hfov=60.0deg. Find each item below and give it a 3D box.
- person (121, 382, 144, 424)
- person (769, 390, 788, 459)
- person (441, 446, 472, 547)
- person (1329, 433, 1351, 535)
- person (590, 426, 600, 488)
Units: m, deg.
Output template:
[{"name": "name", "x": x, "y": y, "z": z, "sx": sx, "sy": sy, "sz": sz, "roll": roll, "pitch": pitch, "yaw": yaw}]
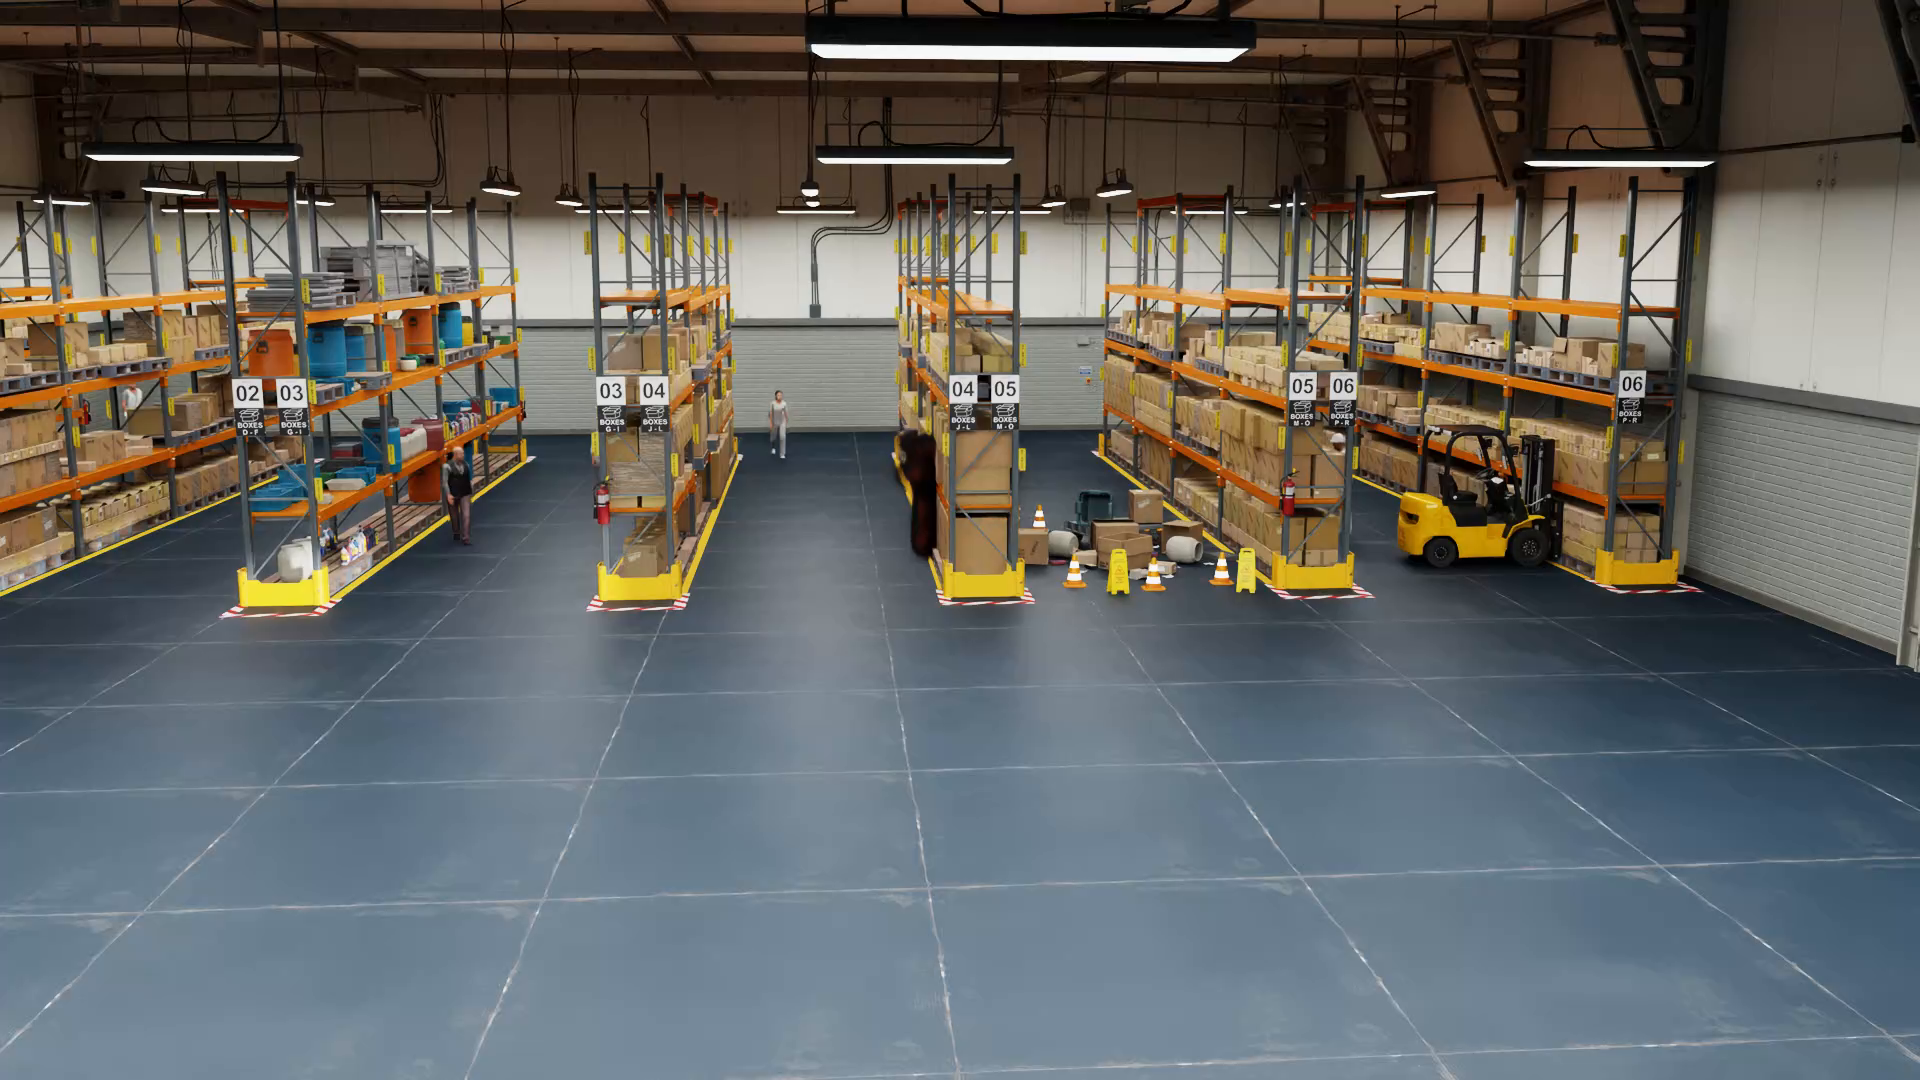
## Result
[{"name": "person", "x": -20.433, "y": -3.109, "z": 41.156, "sx": 0.546, "sy": 1.812, "sz": 0.701, "roll": -8, "pitch": 13, "yaw": -37}, {"name": "person", "x": -4.320, "y": -2.774, "z": 39.649, "sx": 0.447, "sy": 1.630, "sz": 0.840, "roll": -1, "pitch": 10, "yaw": -7}, {"name": "person", "x": -8.485, "y": -0.741, "z": 28.067, "sx": 0.489, "sy": 1.687, "sz": 1.000, "roll": -3, "pitch": 10, "yaw": -16}, {"name": "person", "x": 6.661, "y": -0.985, "z": 29.184, "sx": 0.439, "sy": 1.788, "sz": 0.574, "roll": 4, "pitch": 11, "yaw": 21}, {"name": "person", "x": -7.157, "y": -1.595, "z": 33.215, "sx": 0.405, "sy": 1.553, "sz": 0.805, "roll": -1, "pitch": 10, "yaw": -7}]
